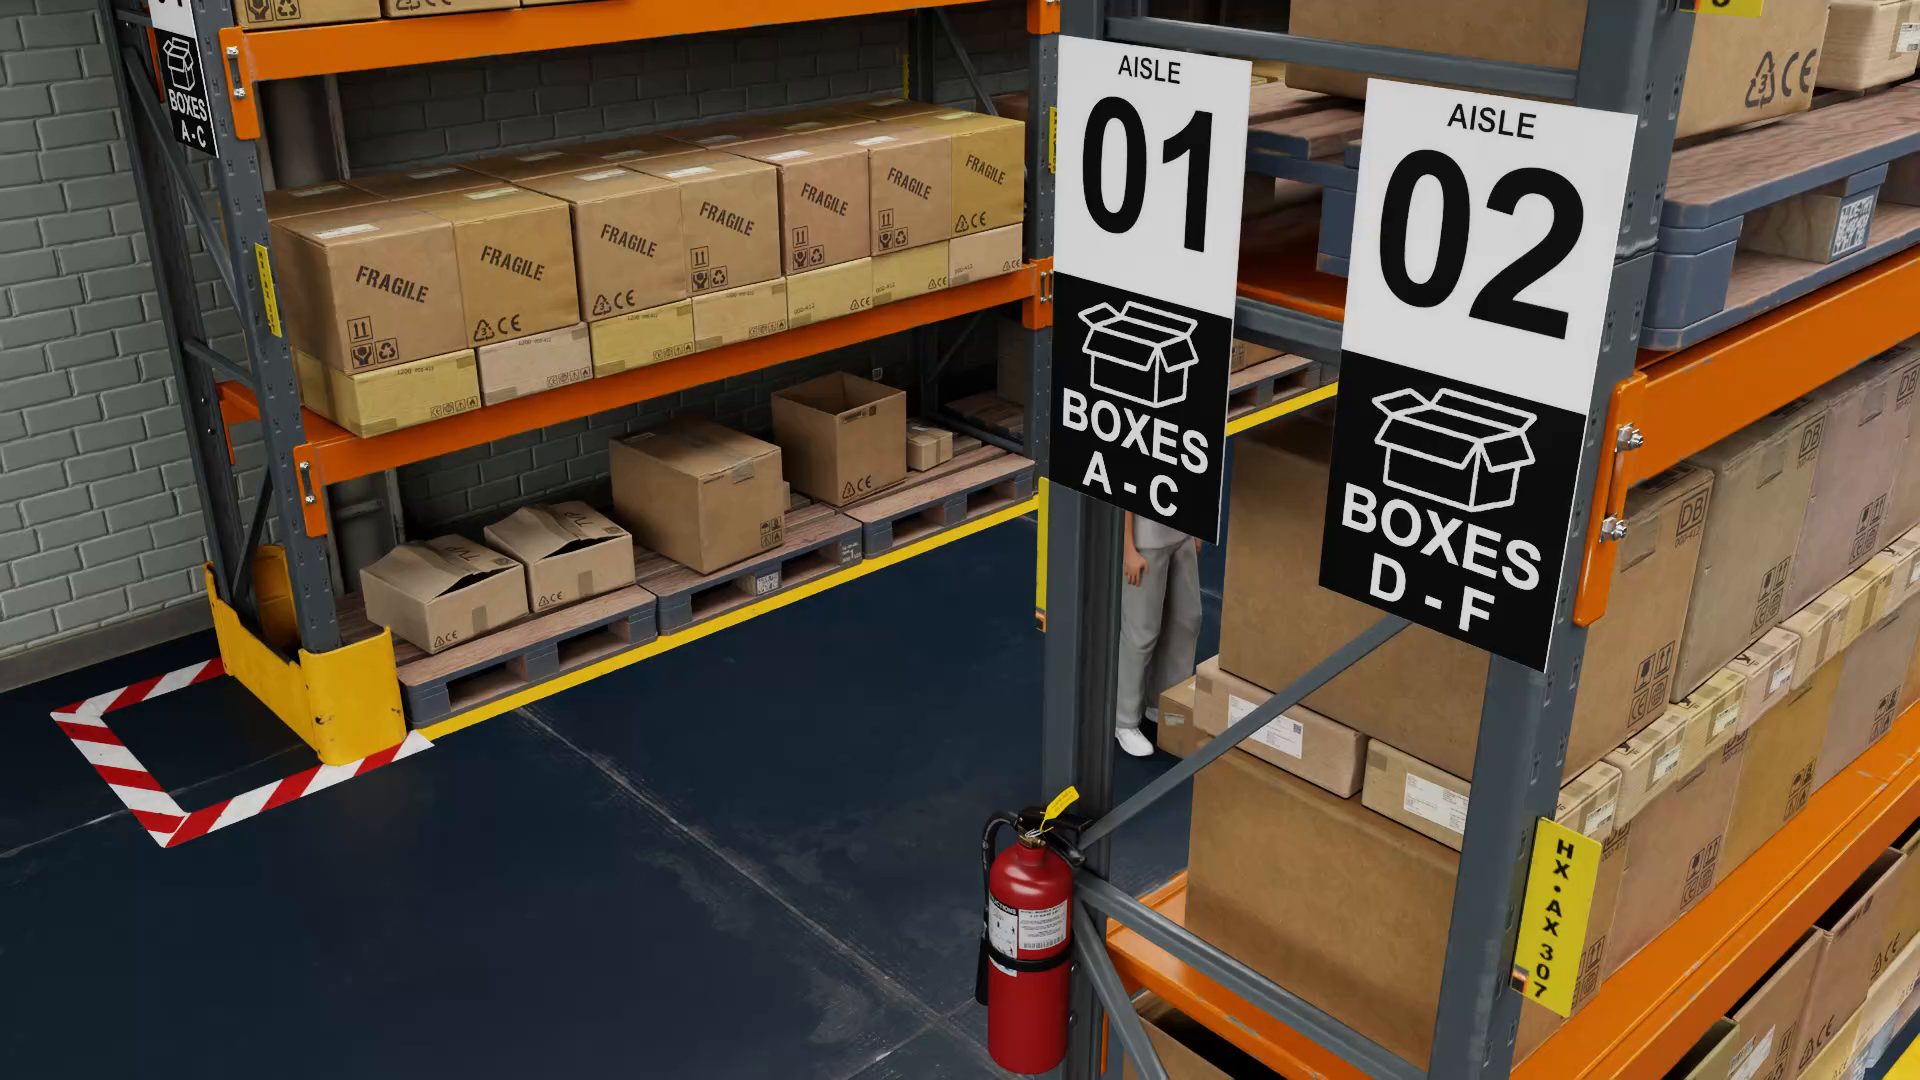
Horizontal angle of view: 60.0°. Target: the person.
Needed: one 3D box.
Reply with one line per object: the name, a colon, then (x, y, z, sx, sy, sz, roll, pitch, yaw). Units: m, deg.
person: (0.816, 0.019, 6.566, 0.416, 1.671, 0.502, 22, 32, 39)
